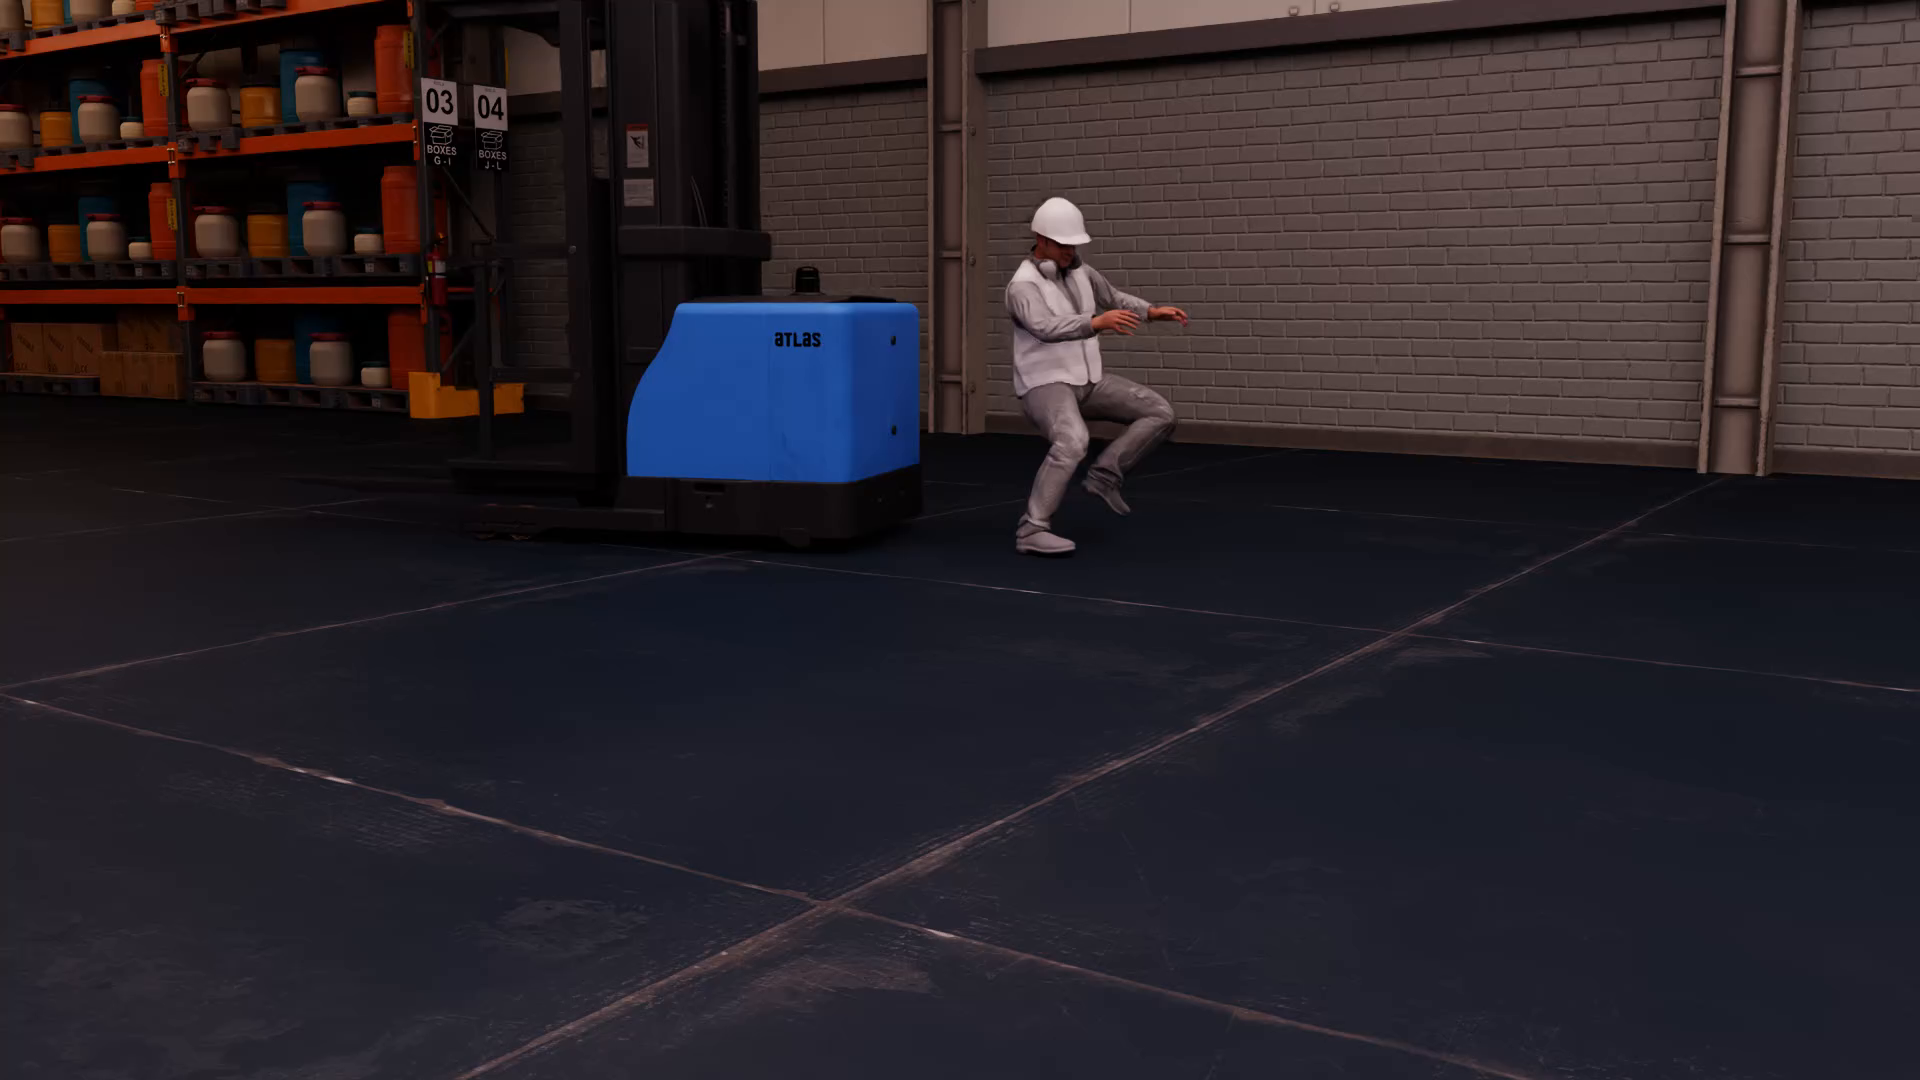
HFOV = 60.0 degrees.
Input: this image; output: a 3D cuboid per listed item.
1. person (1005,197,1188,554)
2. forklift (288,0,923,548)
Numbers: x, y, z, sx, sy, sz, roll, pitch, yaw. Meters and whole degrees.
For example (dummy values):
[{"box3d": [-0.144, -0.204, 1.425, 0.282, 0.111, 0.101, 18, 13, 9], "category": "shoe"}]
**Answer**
[{"box3d": [0.574, -0.744, 7.397, 0.804, 1.536, 0.893, 7, 11, 42], "category": "person"}, {"box3d": [-1.755, -1.515, 7.845, 3.031, 2.935, 1.130, 3, 8, 17], "category": "forklift"}]
